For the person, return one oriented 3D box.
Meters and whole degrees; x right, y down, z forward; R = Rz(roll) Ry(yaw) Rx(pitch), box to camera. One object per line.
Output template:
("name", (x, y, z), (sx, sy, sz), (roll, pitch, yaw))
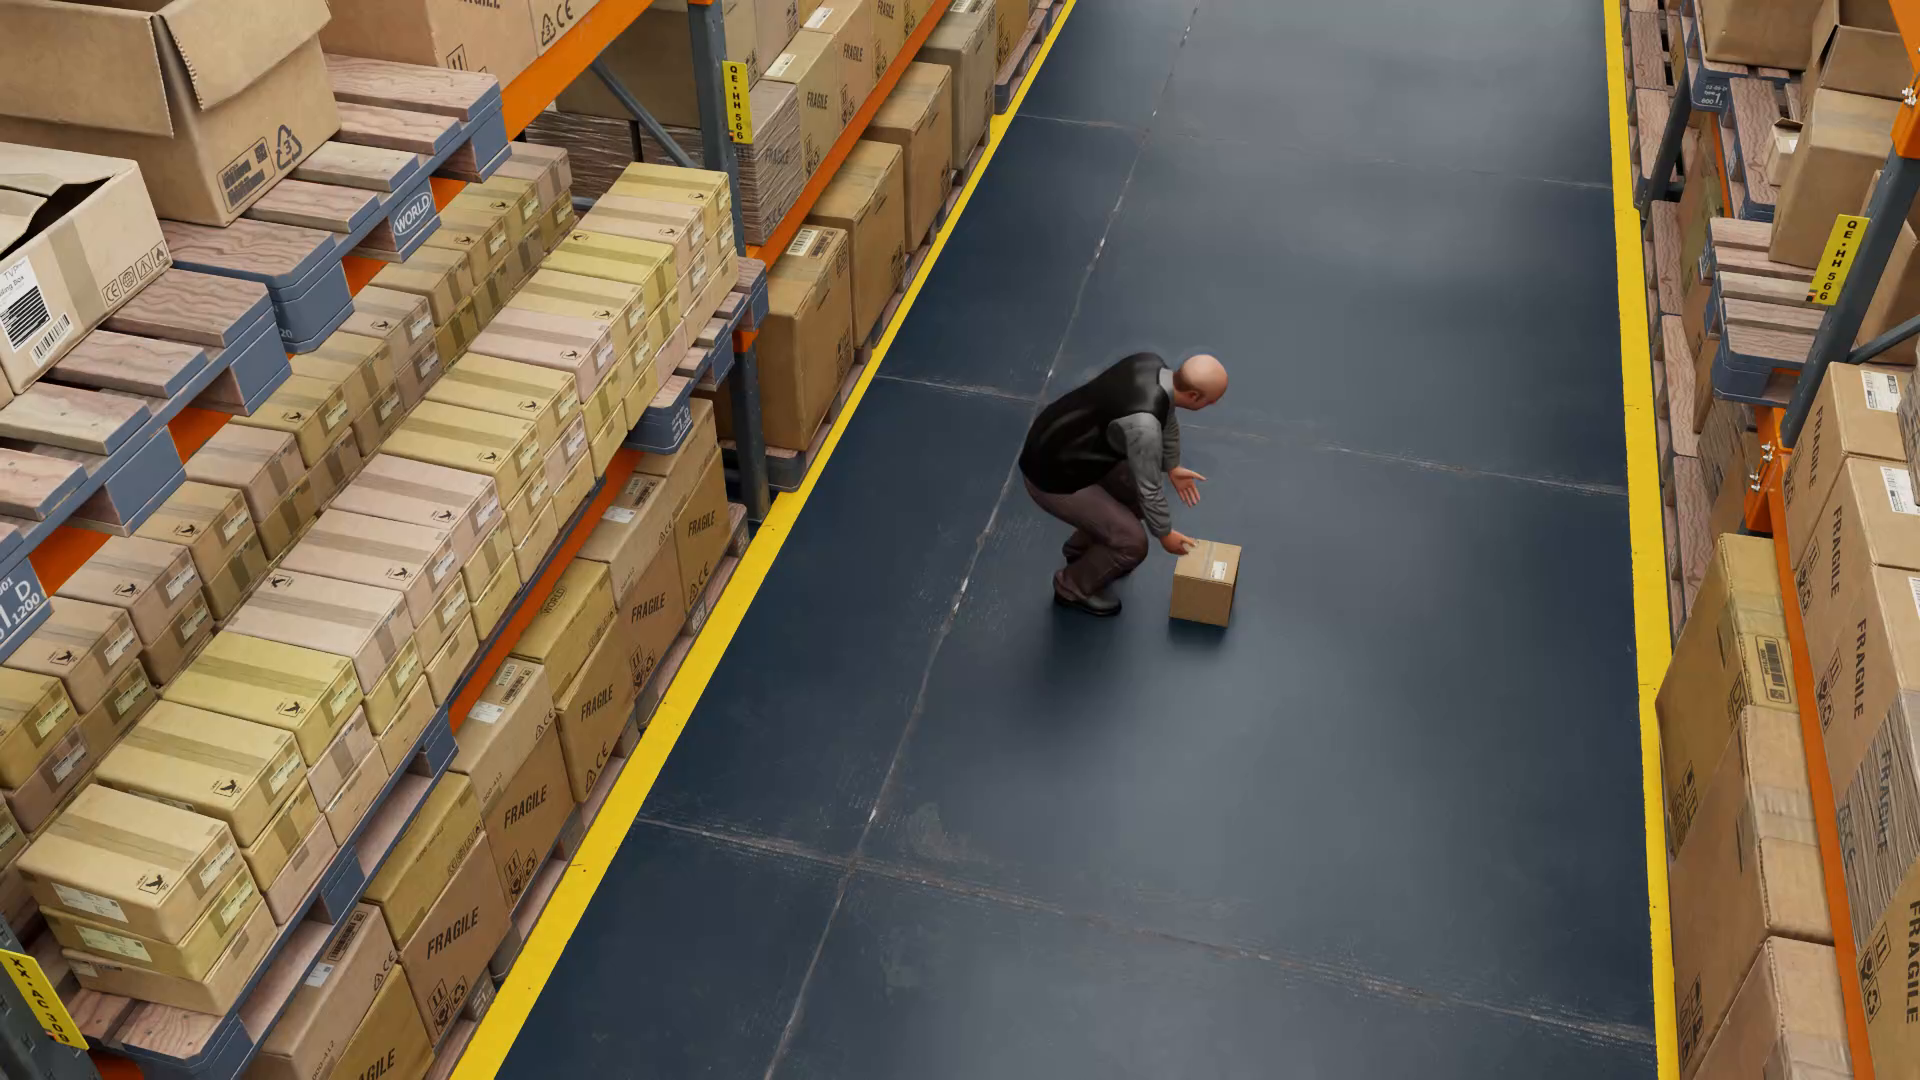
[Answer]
("person", (0.658, -0.283, 6.888), (0.795, 1.226, 0.582), (10, 42, 11))
